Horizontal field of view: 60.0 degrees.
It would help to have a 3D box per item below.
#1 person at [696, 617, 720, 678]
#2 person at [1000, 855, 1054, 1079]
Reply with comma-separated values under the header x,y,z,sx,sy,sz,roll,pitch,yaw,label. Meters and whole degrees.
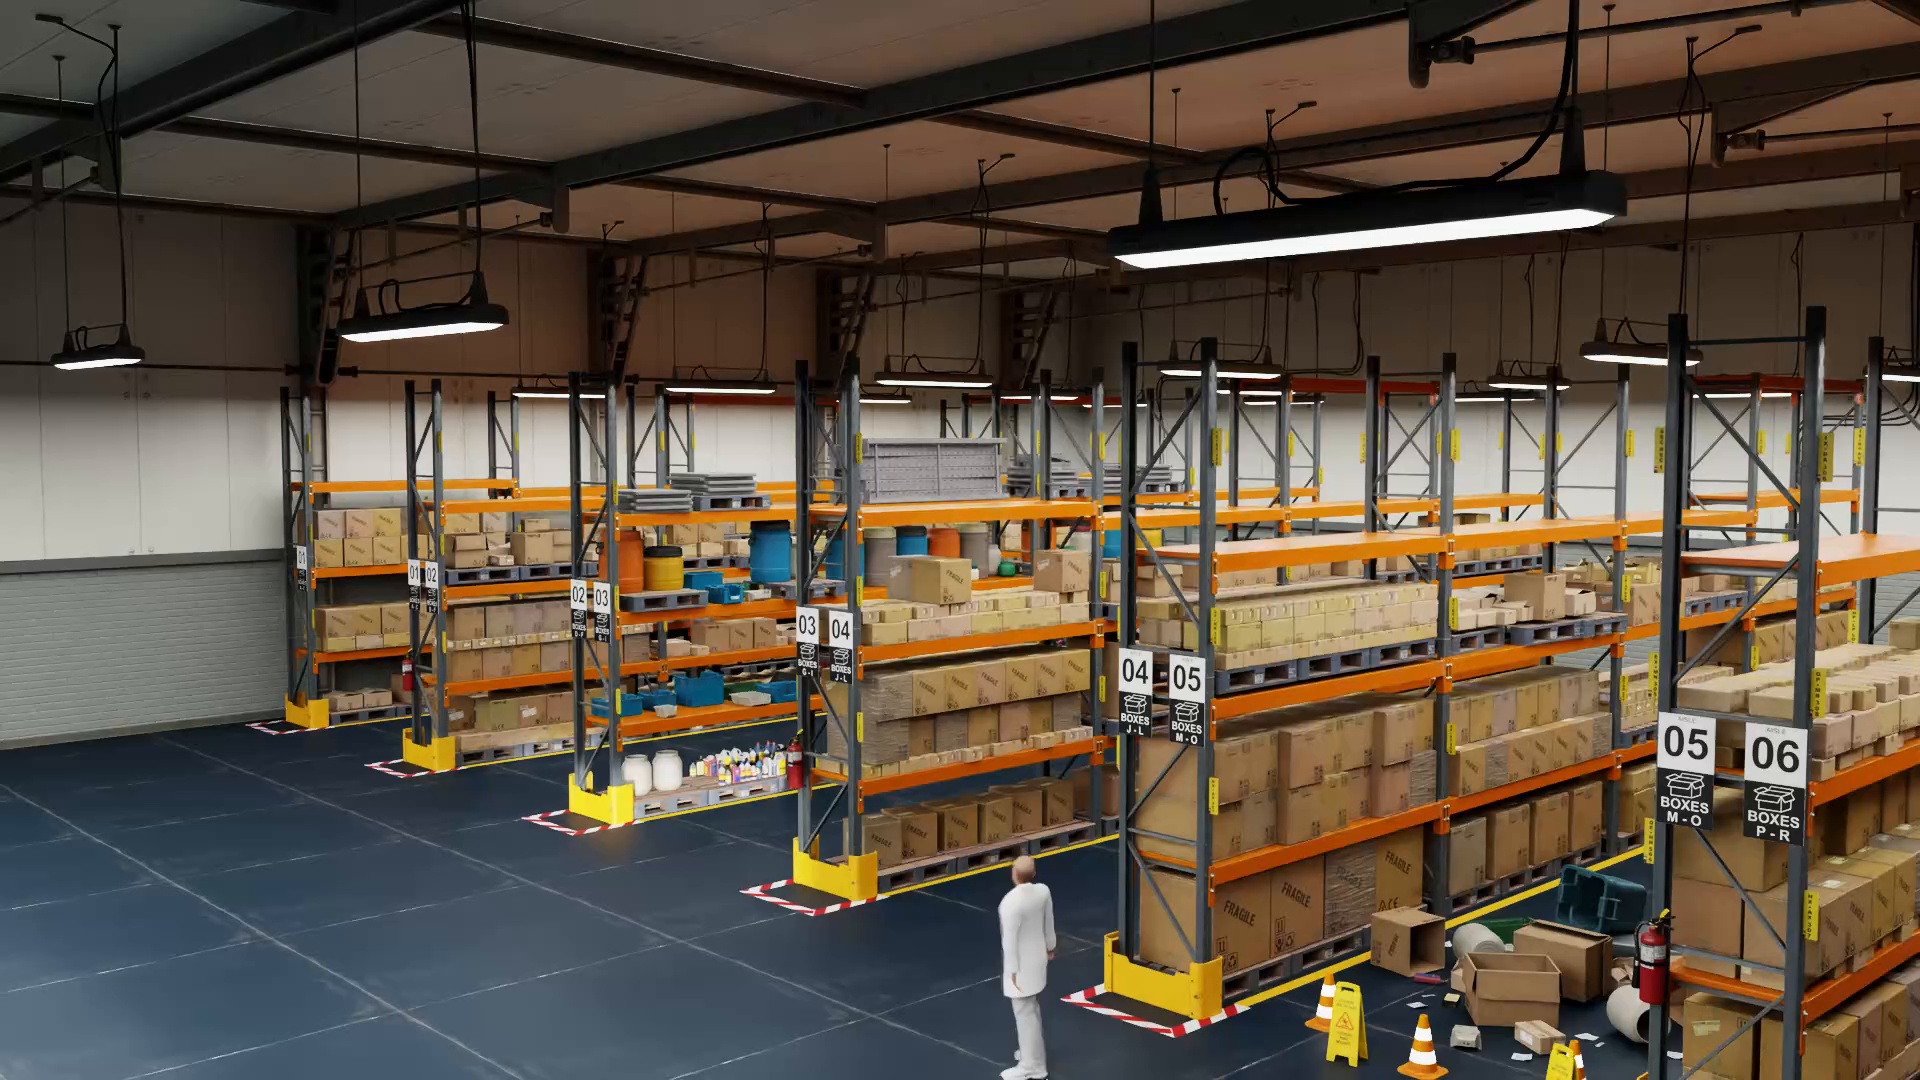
x,y,z,sx,sy,sz,roll,pitch,yaw,label
-5.119,2.117,33.306,0.607,1.704,0.359,-3,5,-38,person
0.542,3.405,13.414,0.469,1.796,0.731,2,4,24,person
